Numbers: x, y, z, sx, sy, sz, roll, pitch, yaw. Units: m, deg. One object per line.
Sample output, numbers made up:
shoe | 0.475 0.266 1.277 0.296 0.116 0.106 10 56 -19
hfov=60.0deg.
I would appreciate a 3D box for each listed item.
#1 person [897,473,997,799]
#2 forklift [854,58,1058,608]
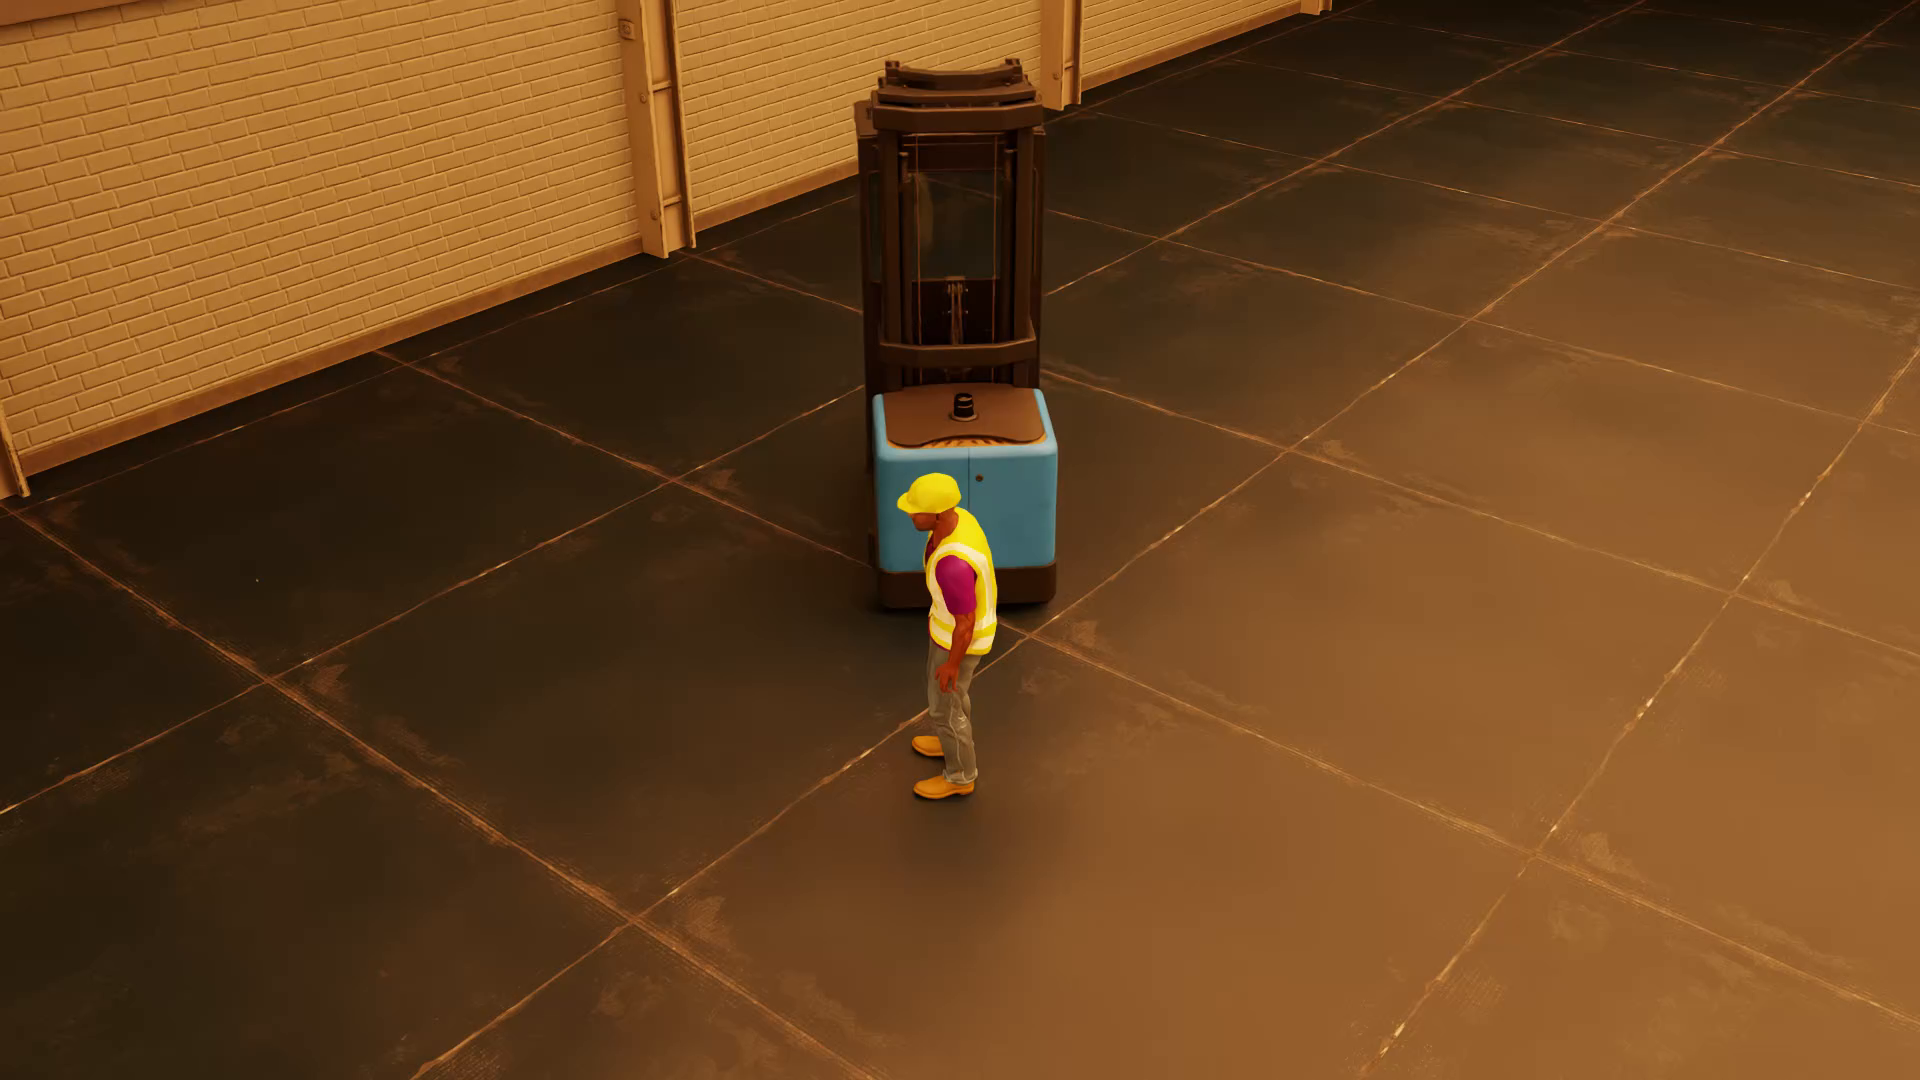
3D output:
person | -0.058 0.445 7.998 0.461 1.759 0.630 -2 30 -3
forklift | -0.070 -1.585 10.307 1.130 2.935 3.031 -2 30 -4
